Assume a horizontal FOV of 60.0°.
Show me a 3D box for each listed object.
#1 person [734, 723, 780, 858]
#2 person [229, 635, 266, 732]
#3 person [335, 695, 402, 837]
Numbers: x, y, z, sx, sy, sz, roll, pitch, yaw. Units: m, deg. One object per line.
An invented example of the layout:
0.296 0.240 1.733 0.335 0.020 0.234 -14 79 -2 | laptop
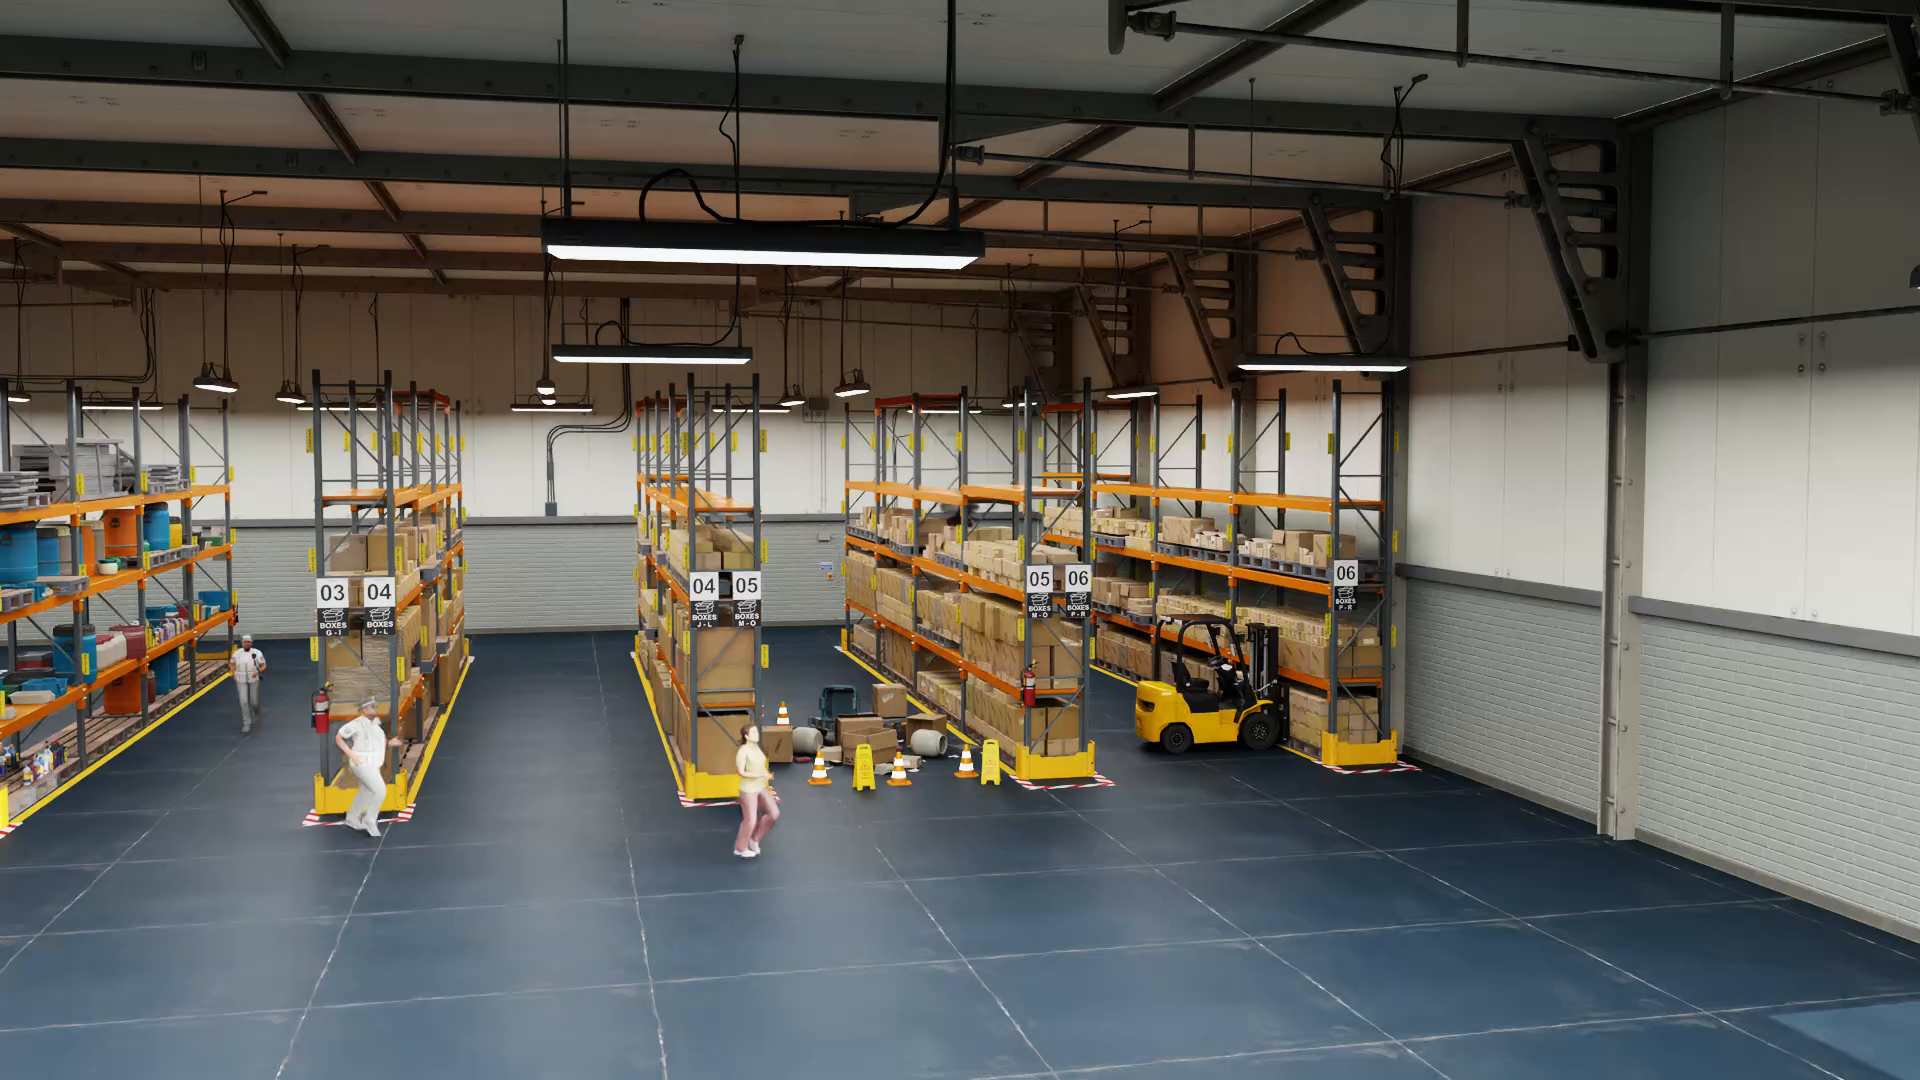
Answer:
-2.470 3.014 20.011 0.604 1.634 0.558 2 4 32 | person
-12.516 2.497 29.221 0.613 1.660 0.726 -1 3 -19 | person
-7.577 2.900 21.291 0.821 1.822 0.692 1 3 9 | person
